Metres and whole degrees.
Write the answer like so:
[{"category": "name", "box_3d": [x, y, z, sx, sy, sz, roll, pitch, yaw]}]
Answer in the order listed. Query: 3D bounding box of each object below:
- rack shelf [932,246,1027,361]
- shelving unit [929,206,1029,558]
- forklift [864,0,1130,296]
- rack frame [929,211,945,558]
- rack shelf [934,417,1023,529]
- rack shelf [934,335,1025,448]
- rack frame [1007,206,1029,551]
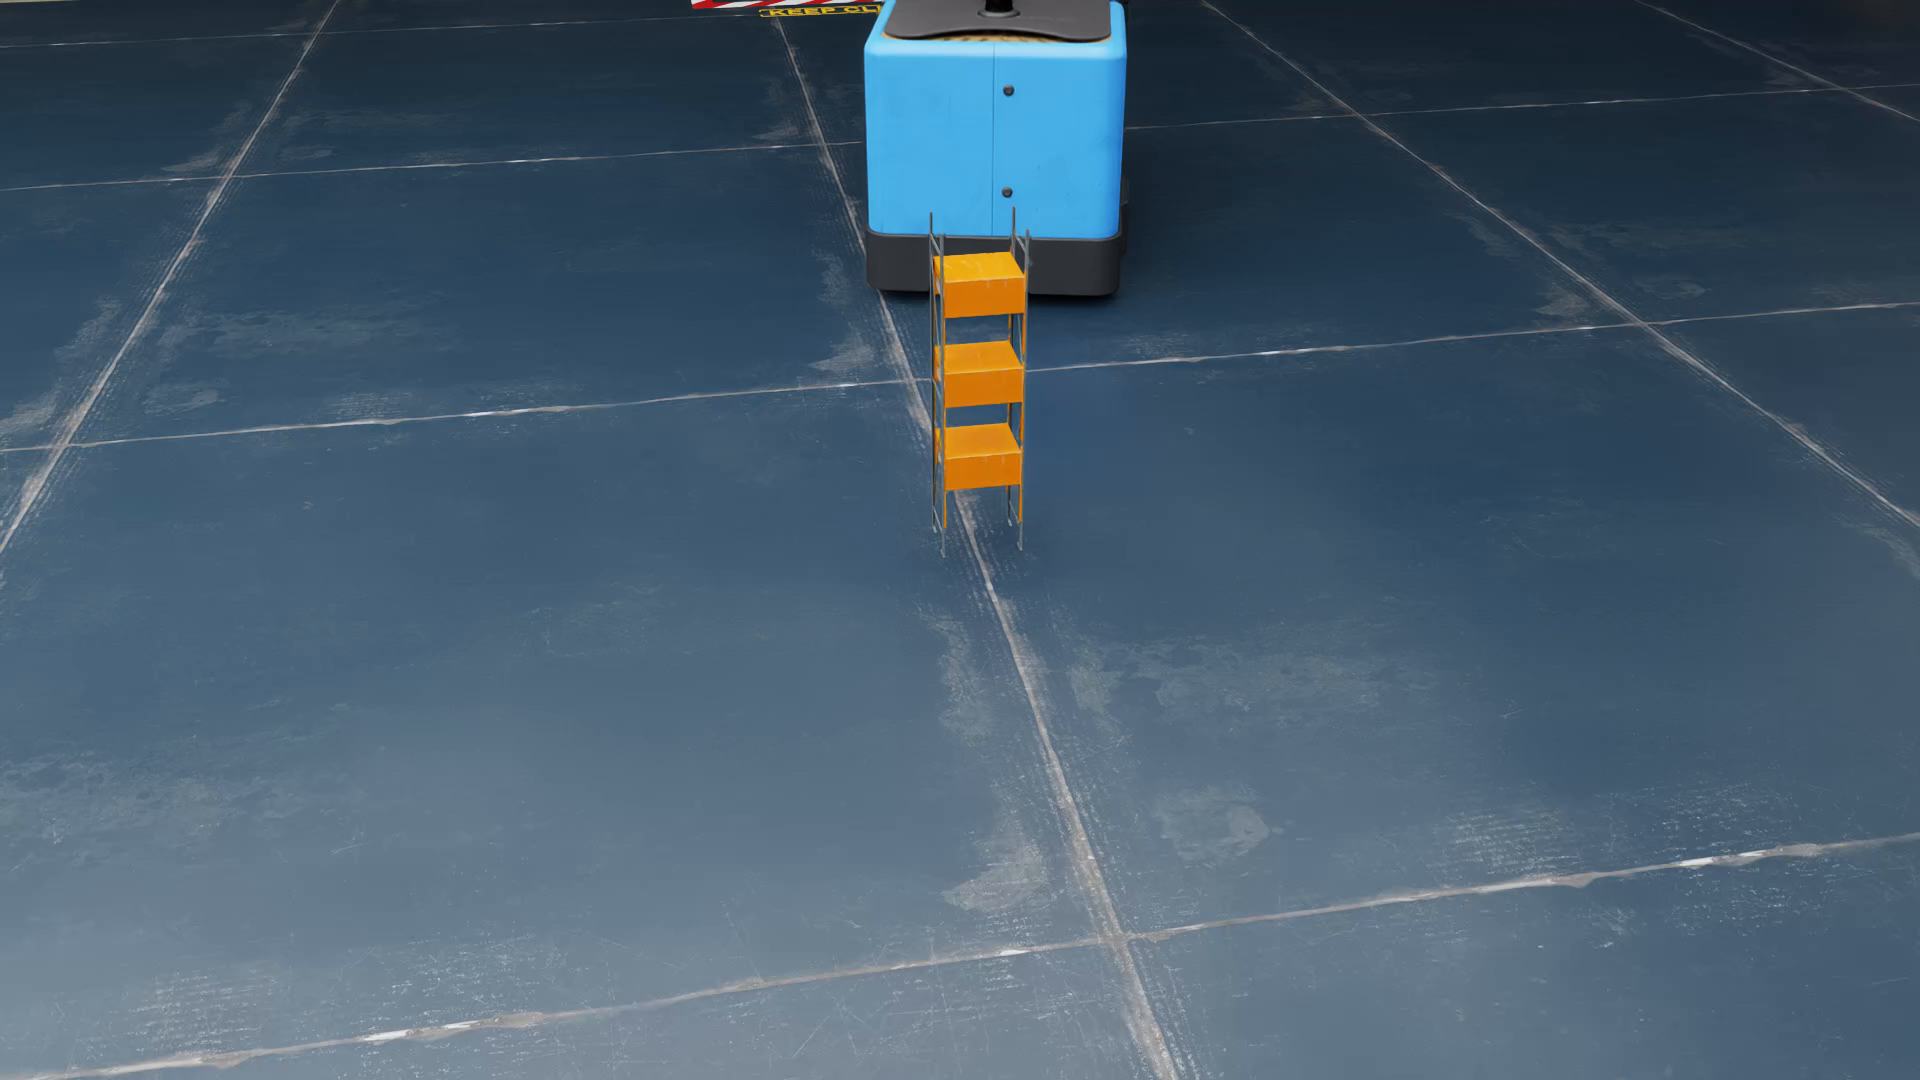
[{"category": "rack shelf", "box_3d": [0.053, -0.693, 4.854, 0.240, 0.259, 0.215, -5, 31, -9]}, {"category": "shelving unit", "box_3d": [0.053, -0.457, 4.992, 0.252, 1.050, 0.215, -5, 31, -9]}, {"category": "forklift", "box_3d": [0.232, -2.981, 7.429, 1.130, 2.935, 3.031, 2, 31, 3]}, {"category": "rack frame", "box_3d": [-0.067, -0.446, 4.973, 0.008, 1.050, 0.200, -5, 31, -9]}, {"category": "rack shelf", "box_3d": [0.053, -0.209, 5.138, 0.240, 0.259, 0.215, -5, 31, -9]}, {"category": "rack shelf", "box_3d": [0.053, -0.448, 4.998, 0.240, 0.259, 0.215, -5, 31, -9]}, {"category": "rack frame", "box_3d": [0.173, -0.469, 5.011, 0.008, 1.050, 0.200, -5, 31, -9]}]
